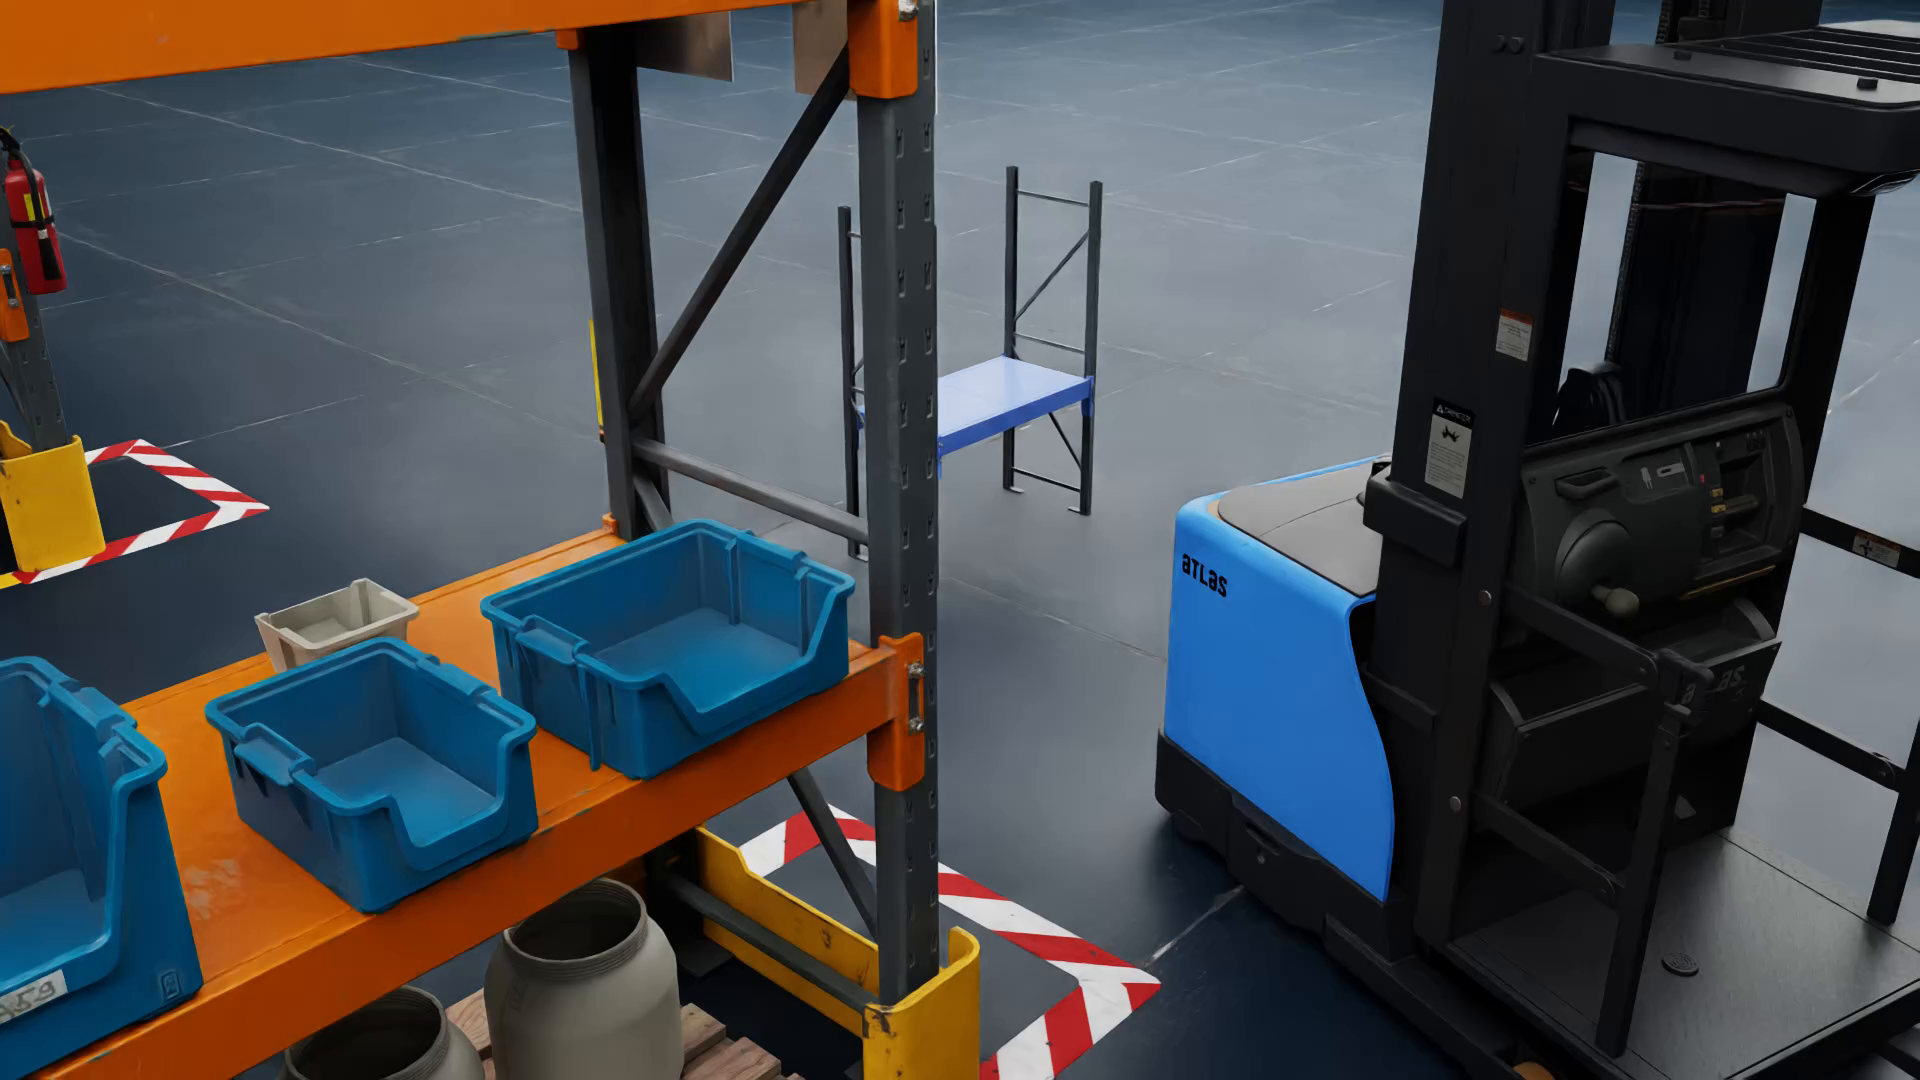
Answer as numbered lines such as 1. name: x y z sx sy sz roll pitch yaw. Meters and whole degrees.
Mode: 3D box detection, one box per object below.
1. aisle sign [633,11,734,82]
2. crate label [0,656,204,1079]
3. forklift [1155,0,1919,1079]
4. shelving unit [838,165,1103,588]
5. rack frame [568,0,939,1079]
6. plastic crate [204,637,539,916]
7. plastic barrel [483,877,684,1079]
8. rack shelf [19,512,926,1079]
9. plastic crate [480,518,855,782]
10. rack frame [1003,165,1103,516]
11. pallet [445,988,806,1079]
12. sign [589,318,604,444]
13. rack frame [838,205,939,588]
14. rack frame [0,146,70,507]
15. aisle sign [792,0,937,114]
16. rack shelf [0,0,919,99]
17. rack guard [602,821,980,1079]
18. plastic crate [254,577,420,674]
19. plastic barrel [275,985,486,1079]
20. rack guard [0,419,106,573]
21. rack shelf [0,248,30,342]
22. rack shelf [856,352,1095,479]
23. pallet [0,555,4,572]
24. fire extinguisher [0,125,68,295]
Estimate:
1. aisle sign: -0.631 -1.391 3.509 0.394 0.787 0.004 20 31 38
2. crate label: -1.488 0.515 2.391 0.502 0.435 0.616 20 31 38
3. forklift: 1.777 -0.042 3.761 1.130 2.935 3.031 -13 27 -27
4. shelving unit: 0.057 -0.710 7.001 0.538 1.500 1.048 20 31 38
5. rack frame: -0.461 -0.103 3.814 1.000 3.000 0.127 20 31 38
6. plastic crate: -1.010 0.395 2.884 0.499 0.251 0.408 20 31 38
7. plastic barrel: -0.843 1.062 3.743 0.421 0.512 0.421 0 24 0
8. rack shelf: -1.796 0.834 2.602 1.077 0.370 4.000 20 31 38
9. plastic crate: -0.572 0.199 3.322 0.499 0.251 0.616 20 31 38
10. rack frame: 0.396 -0.865 7.347 0.500 1.500 0.032 20 31 38
11. pallet: -1.023 1.451 3.755 1.003 0.211 1.213 20 31 38
12. sign: -0.868 -0.381 4.095 0.100 0.325 0.005 20 31 38
13. rack frame: -0.282 -0.555 6.656 0.500 1.500 0.032 20 31 38
14. rack frame: -4.149 -1.456 6.830 1.000 3.000 0.127 20 31 38
15. aisle sign: -0.192 -1.230 3.150 0.394 0.787 0.004 20 31 38
16. rack shelf: -1.796 -0.534 1.988 1.077 0.370 4.000 20 31 38
17. rack guard: -0.476 1.073 4.245 1.175 0.500 0.348 20 31 38
18. plastic crate: -1.298 0.202 3.456 0.298 0.136 0.250 20 31 38
19. plastic barrel: -1.178 1.215 3.402 0.421 0.512 0.421 0 24 0
20. rack guard: -4.200 -0.292 7.290 1.175 0.500 0.348 20 31 38
21. rack shelf: -5.484 -0.518 5.618 1.077 0.370 4.000 20 31 38
22. rack shelf: 0.057 -0.546 7.075 0.538 0.185 1.000 20 31 38
23. pallet: -4.768 0.078 6.818 1.003 0.211 1.213 20 31 38
24. fire extinguisher: -3.730 -1.329 6.643 0.296 0.674 0.183 20 31 38
